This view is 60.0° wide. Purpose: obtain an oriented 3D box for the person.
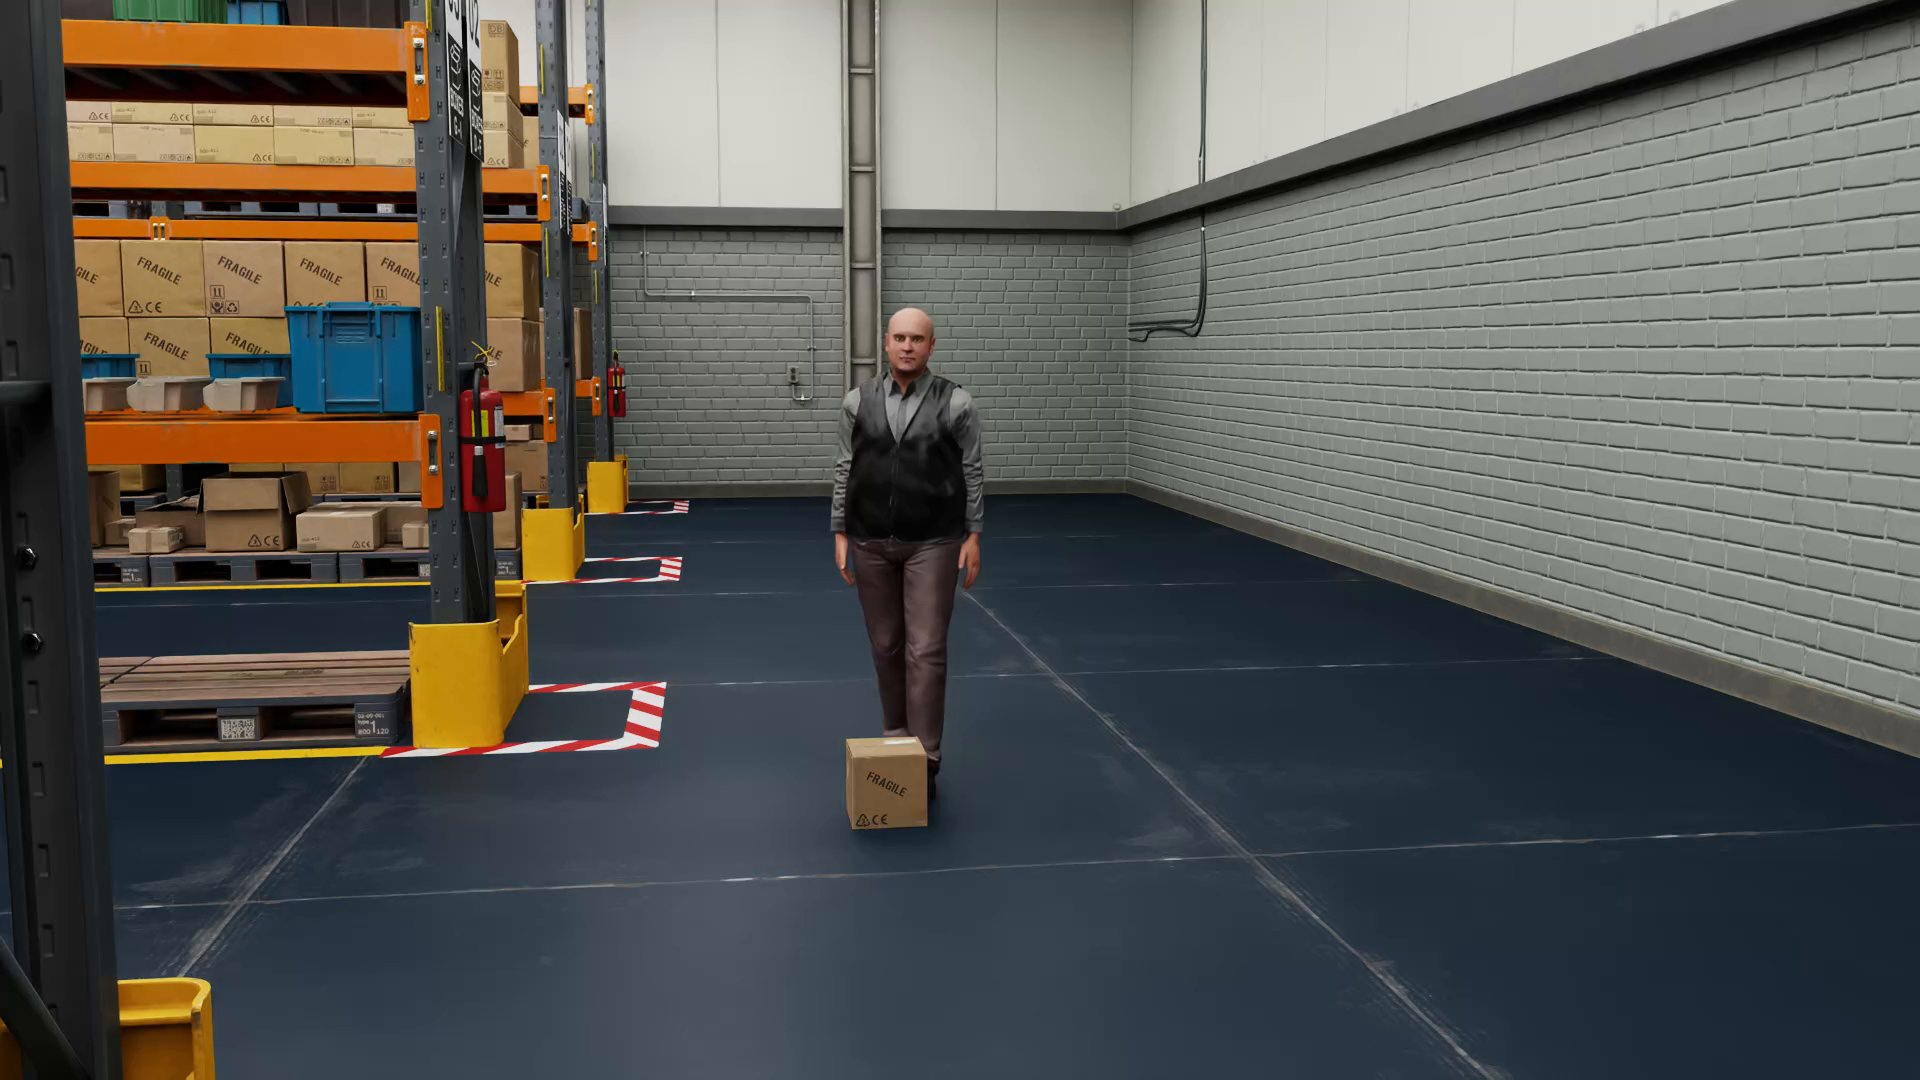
[{"bbox_3d":[-0.220,0.032,5.964,0.553,1.719,0.685,1,7,13],"label":"person"}]
